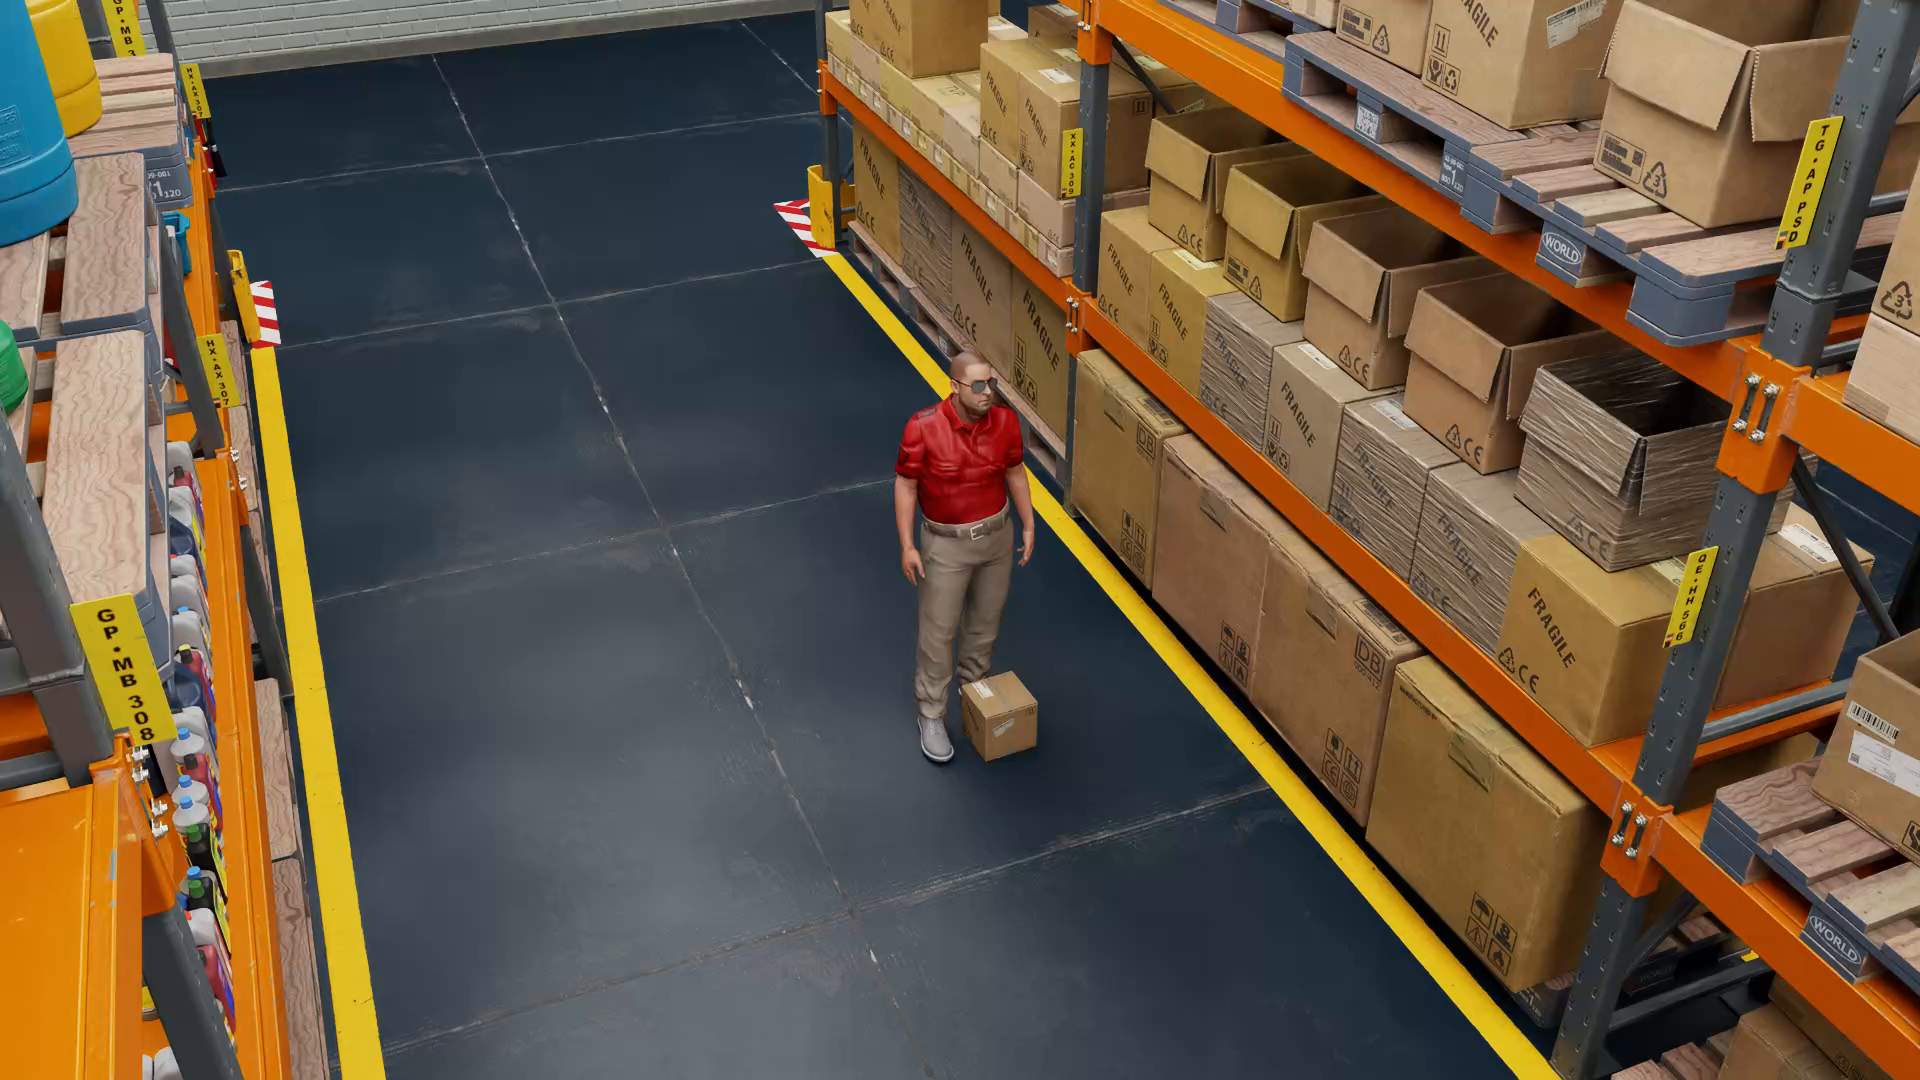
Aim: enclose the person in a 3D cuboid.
[{"bbox_3d":[0.059,0.056,7.053,0.640,1.727,0.550,-14,36,-20],"label":"person"}]
